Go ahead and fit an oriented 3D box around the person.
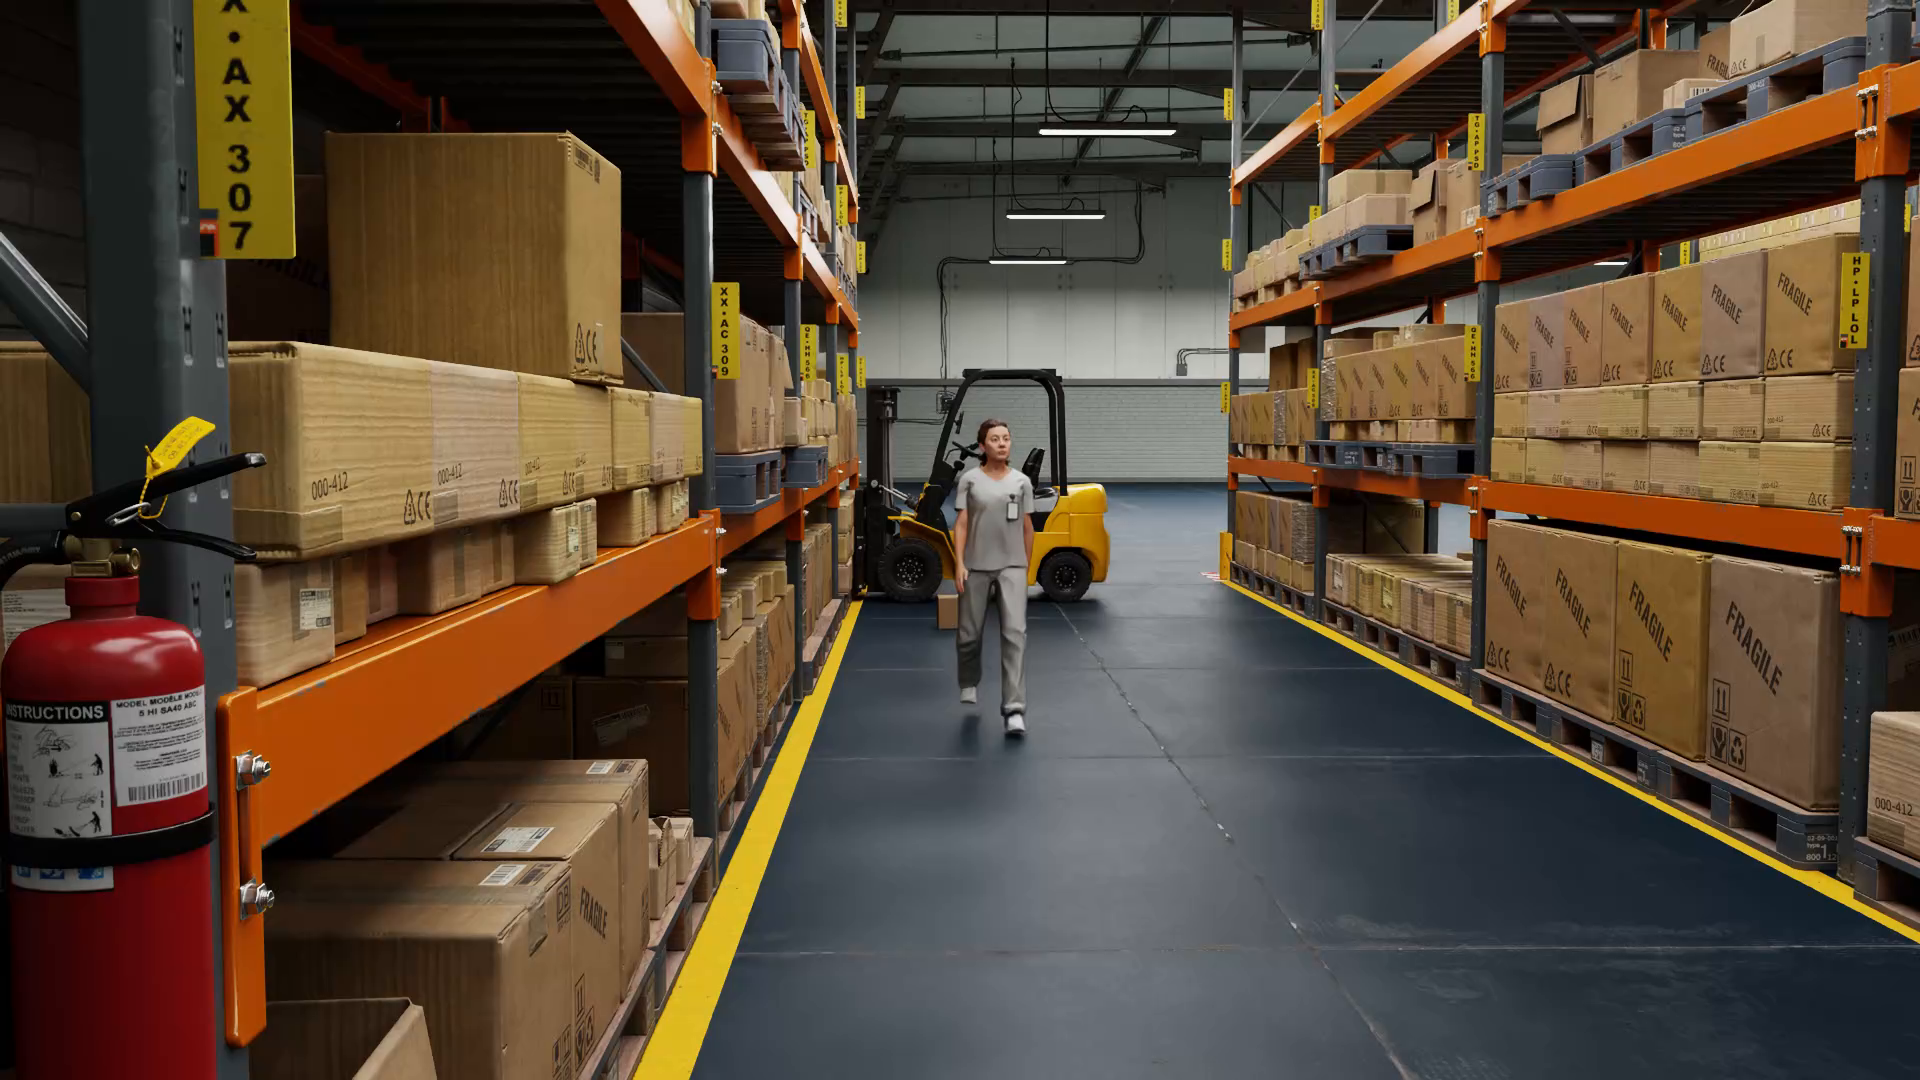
[{"bbox_3d":[0.187,0.168,8.937,0.440,1.635,0.864,0,4,-1],"label":"person"}]
